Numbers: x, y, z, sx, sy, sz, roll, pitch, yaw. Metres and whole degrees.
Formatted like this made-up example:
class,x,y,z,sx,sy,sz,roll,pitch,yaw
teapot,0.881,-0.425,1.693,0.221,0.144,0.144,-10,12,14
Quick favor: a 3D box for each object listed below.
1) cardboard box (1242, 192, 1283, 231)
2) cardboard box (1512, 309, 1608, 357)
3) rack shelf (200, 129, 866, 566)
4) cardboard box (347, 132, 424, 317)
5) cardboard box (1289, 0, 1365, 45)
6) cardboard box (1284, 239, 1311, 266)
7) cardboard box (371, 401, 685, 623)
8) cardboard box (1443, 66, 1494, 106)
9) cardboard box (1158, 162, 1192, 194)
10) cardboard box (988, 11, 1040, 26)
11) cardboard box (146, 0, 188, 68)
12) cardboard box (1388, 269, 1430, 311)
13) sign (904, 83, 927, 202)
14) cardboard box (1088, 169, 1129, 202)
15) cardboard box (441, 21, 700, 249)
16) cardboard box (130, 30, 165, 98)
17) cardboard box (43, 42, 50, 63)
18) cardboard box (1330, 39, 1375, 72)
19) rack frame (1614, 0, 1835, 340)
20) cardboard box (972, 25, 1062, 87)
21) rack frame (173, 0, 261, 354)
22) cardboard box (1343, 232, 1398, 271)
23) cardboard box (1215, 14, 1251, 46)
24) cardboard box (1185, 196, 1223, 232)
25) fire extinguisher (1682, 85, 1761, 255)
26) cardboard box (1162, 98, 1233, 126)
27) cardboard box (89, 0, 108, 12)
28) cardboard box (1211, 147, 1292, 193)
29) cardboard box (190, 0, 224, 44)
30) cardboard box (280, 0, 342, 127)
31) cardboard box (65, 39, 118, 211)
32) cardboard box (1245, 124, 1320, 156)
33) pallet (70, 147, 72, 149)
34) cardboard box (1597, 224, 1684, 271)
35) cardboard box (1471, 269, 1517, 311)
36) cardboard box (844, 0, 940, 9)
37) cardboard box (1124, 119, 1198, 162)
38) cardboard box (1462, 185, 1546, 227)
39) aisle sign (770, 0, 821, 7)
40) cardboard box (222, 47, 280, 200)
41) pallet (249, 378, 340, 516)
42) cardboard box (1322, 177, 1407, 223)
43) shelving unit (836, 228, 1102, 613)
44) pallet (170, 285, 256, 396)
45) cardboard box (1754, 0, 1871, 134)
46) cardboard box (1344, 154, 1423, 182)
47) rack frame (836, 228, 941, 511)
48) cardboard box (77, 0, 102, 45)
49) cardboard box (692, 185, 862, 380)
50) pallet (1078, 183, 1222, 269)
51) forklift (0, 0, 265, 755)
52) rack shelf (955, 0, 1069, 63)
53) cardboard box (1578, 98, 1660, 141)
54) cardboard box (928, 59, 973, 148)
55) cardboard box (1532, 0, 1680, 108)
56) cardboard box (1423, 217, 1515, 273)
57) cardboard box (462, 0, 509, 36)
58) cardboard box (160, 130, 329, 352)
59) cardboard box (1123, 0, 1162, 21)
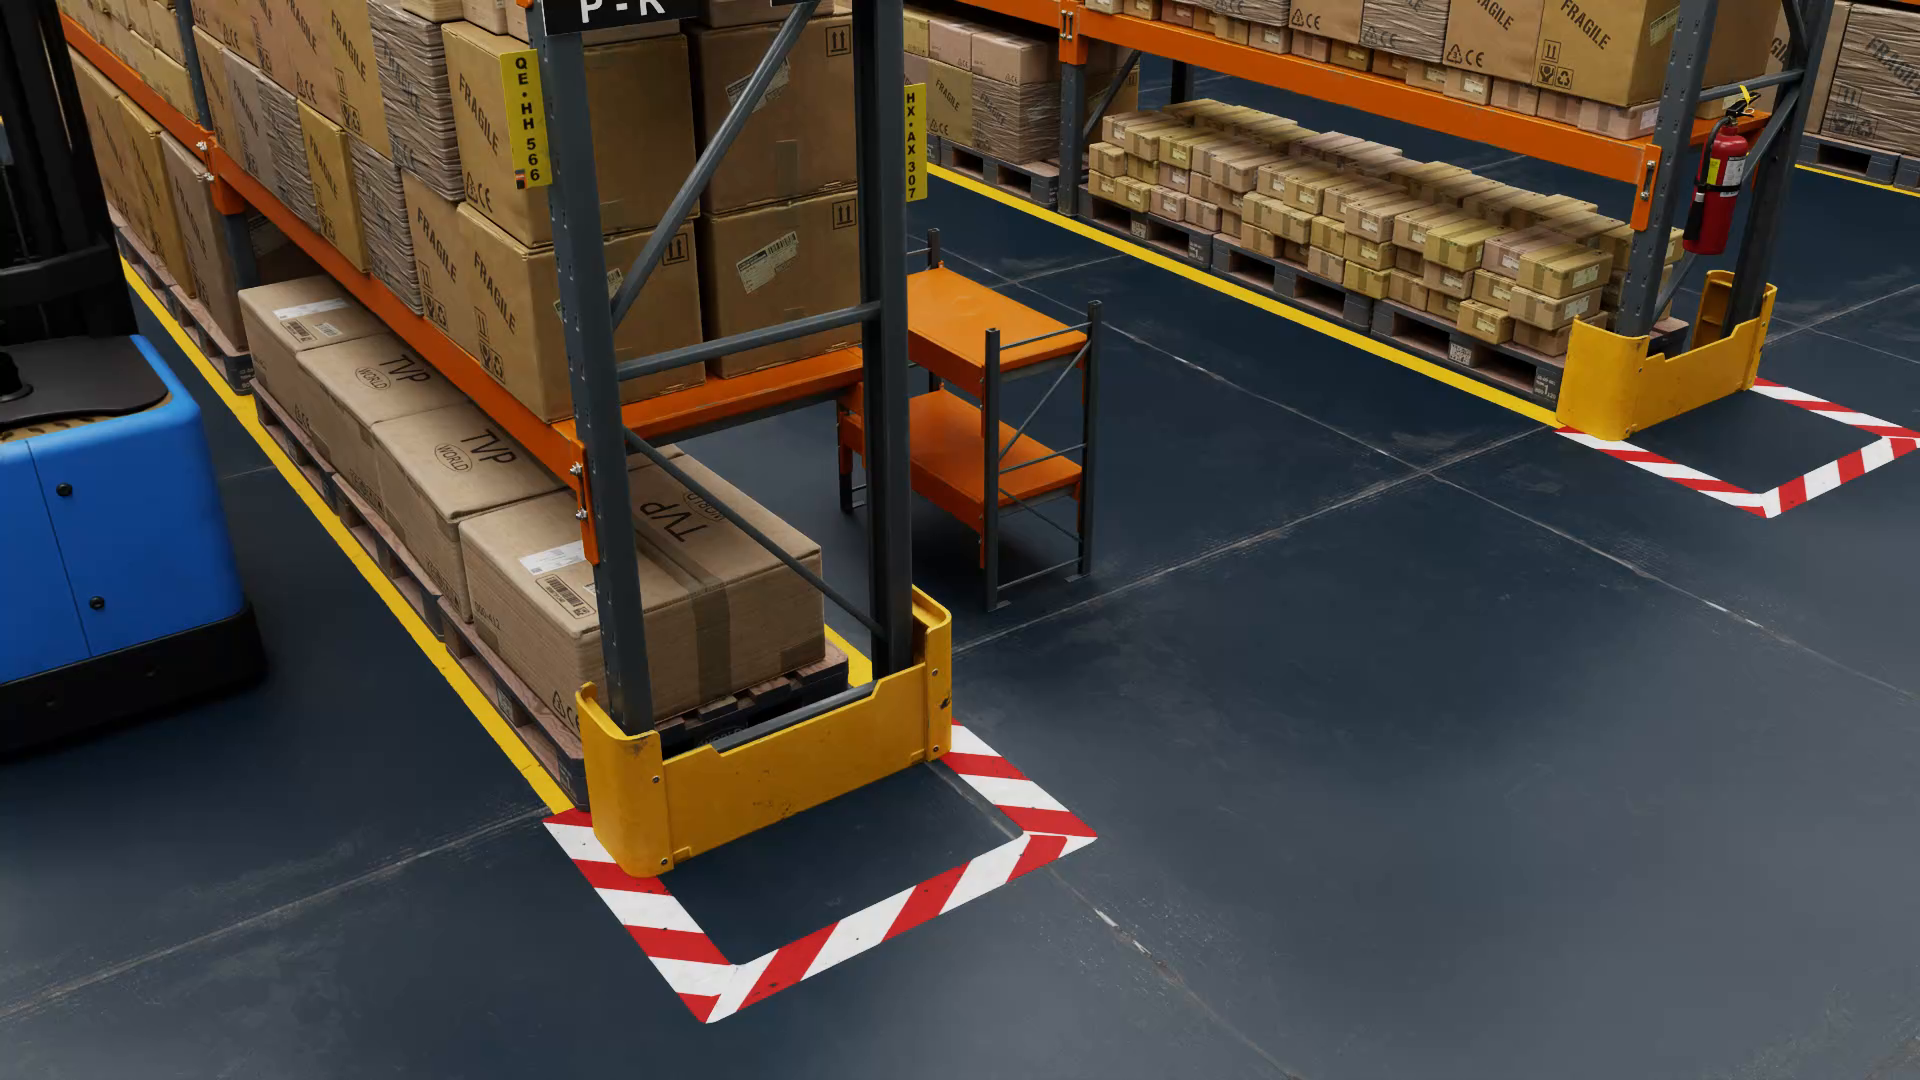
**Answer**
class,x,y,z,sx,sy,sz,roll,pitch,yaw
cardboard box,1.792,-1.848,9.245,0.380,0.149,0.250,-19,34,-31
cardboard box,2.907,-1.032,8.054,0.380,0.149,0.250,-18,33,-30
rack shelf,-1.751,-1.005,6.211,1.077,0.370,4.000,-19,34,-31
cardboard box,-1.672,-1.098,5.524,0.500,0.500,0.500,-18,33,-29
cardboard box,2.035,-2.824,8.390,0.500,0.500,0.500,-17,33,-28
cardboard box,2.012,-1.635,9.165,0.380,0.149,0.250,-18,33,-29
cardboard box,-1.593,-0.184,6.191,0.875,0.438,0.875,-18,33,-29
cardboard box,2.525,-2.184,7.892,0.380,0.149,0.250,-18,33,-29
cardboard box,1.402,-2.183,9.862,0.380,0.149,0.250,-19,34,-31
cardboard box,0.538,-3.490,11.427,0.500,0.250,0.500,-18,33,-29
cardboard box,-3.365,-2.356,7.579,0.500,0.250,0.500,-19,34,-31
cardboard box,2.438,-1.323,8.589,0.380,0.149,0.250,-18,33,-30
sign,-0.136,-1.110,4.661,0.100,0.325,0.005,-19,34,-31
cardboard box,1.012,-2.209,10.222,0.380,0.149,0.250,-20,35,-33
cardboard box,-1.065,-1.148,4.569,0.500,0.500,0.500,-18,33,-29
cardboard box,-3.672,-2.336,8.065,0.500,0.250,0.500,-19,34,-31
cardboard box,-6.421,-3.487,12.341,0.950,0.372,0.625,-18,33,-29
cardboard box,2.120,-2.515,8.501,0.380,0.149,0.250,-18,33,-30
rack frame,3.382,-1.953,7.203,1.000,3.000,0.127,-19,34,-31
cardboard box,0.424,-3.143,10.788,0.500,0.250,0.500,-20,34,-32
rack frame,-2.911,-2.099,7.471,1.000,3.000,0.127,-19,34,-31
cardboard box,2.230,-1.541,8.680,0.380,0.149,0.250,-18,33,-30
cardboard box,1.613,-2.805,9.034,0.380,0.149,0.250,-18,33,-30
cardboard box,1.540,-1.939,9.724,0.380,0.149,0.250,-20,34,-32
fire extinguisher,3.152,-1.530,6.895,0.296,0.674,0.183,-19,34,-31
cardboard box,1.481,-2.635,10.383,0.380,0.149,0.250,-18,33,-29
cardboard box,-4.278,-2.943,8.659,0.500,0.250,0.500,-18,33,-30
cardboard box,1.642,-2.085,9.370,0.380,0.149,0.250,-18,33,-30
cardboard box,-2.833,-2.330,6.744,0.500,0.500,0.500,-19,34,-30
cardboard box,-1.966,-1.733,5.645,0.500,0.500,0.500,-19,34,-31
cardboard box,-4.899,-2.613,10.204,0.875,0.875,0.875,-19,34,-31
cardboard box,1.898,-2.329,9.820,0.380,0.149,0.250,-18,33,-29
pallet,-5.684,-2.732,11.560,1.003,0.211,1.213,-19,34,-31
cardboard box,3.355,-1.444,8.190,0.380,0.149,0.250,-21,35,-33
cardboard box,2.736,-1.258,8.159,0.380,0.149,0.250,-20,34,-32
cardboard box,-0.485,-3.751,11.906,0.500,0.250,0.500,-18,34,-30
cardboard box,1.205,-2.387,9.925,0.380,0.149,0.250,-17,33,-28
cardboard box,2.844,-1.725,8.707,0.380,0.149,0.250,-21,35,-33
aisle sign,-0.313,-1.738,4.084,0.394,0.787,0.004,-19,34,-31
cardboard box,-2.564,-1.691,6.615,0.500,0.500,0.500,-19,34,-30
pallet,-2.534,-0.556,7.552,1.003,0.211,1.213,-19,34,-31
cardboard box,2.154,-1.801,8.848,0.380,0.149,0.250,-20,34,-32
shelving unit,0.004,-0.492,6.477,0.538,1.125,1.048,-19,34,-31
pallet,-3.420,-1.152,8.650,1.003,0.211,1.213,-19,34,-31
cardboard box,6.001,-3.464,11.772,0.875,0.875,0.875,-19,34,-31
cardboard box,2.352,-2.021,9.253,0.380,0.149,0.250,-19,34,-31
rack frame,-0.291,-0.689,6.841,0.500,1.125,0.032,-19,34,-31
cardboard box,-4.541,-2.927,9.154,0.500,0.250,0.500,-18,33,-29
cardboard box,-0.636,-0.853,5.074,0.500,0.500,0.500,-19,34,-31
pallet,1.480,-2.031,10.269,1.003,0.211,1.213,-19,34,-31
forklift,-3.693,-1.214,5.915,1.130,2.935,3.031,-19,34,-31
rack shelf,-0.098,-3.970,11.670,1.077,0.370,4.000,-19,34,-31
cardboard box,2.963,-1.891,7.353,0.380,0.149,0.250,-19,34,-31
cardboard box,0.130,-3.012,11.332,0.500,0.500,0.500,-20,34,-32
cardboard box,2.912,-2.231,7.299,0.500,0.500,0.500,-18,33,-30
cardboard box,2.516,-1.461,8.221,0.380,0.149,0.250,-20,34,-32
cardboard box,-1.129,-1.488,4.515,0.380,0.149,0.250,-18,33,-30
cardboard box,-3.336,-1.568,8.281,0.875,0.875,0.875,-18,33,-29
cardboard box,1.170,-3.117,9.610,0.380,0.149,0.250,-18,33,-29
